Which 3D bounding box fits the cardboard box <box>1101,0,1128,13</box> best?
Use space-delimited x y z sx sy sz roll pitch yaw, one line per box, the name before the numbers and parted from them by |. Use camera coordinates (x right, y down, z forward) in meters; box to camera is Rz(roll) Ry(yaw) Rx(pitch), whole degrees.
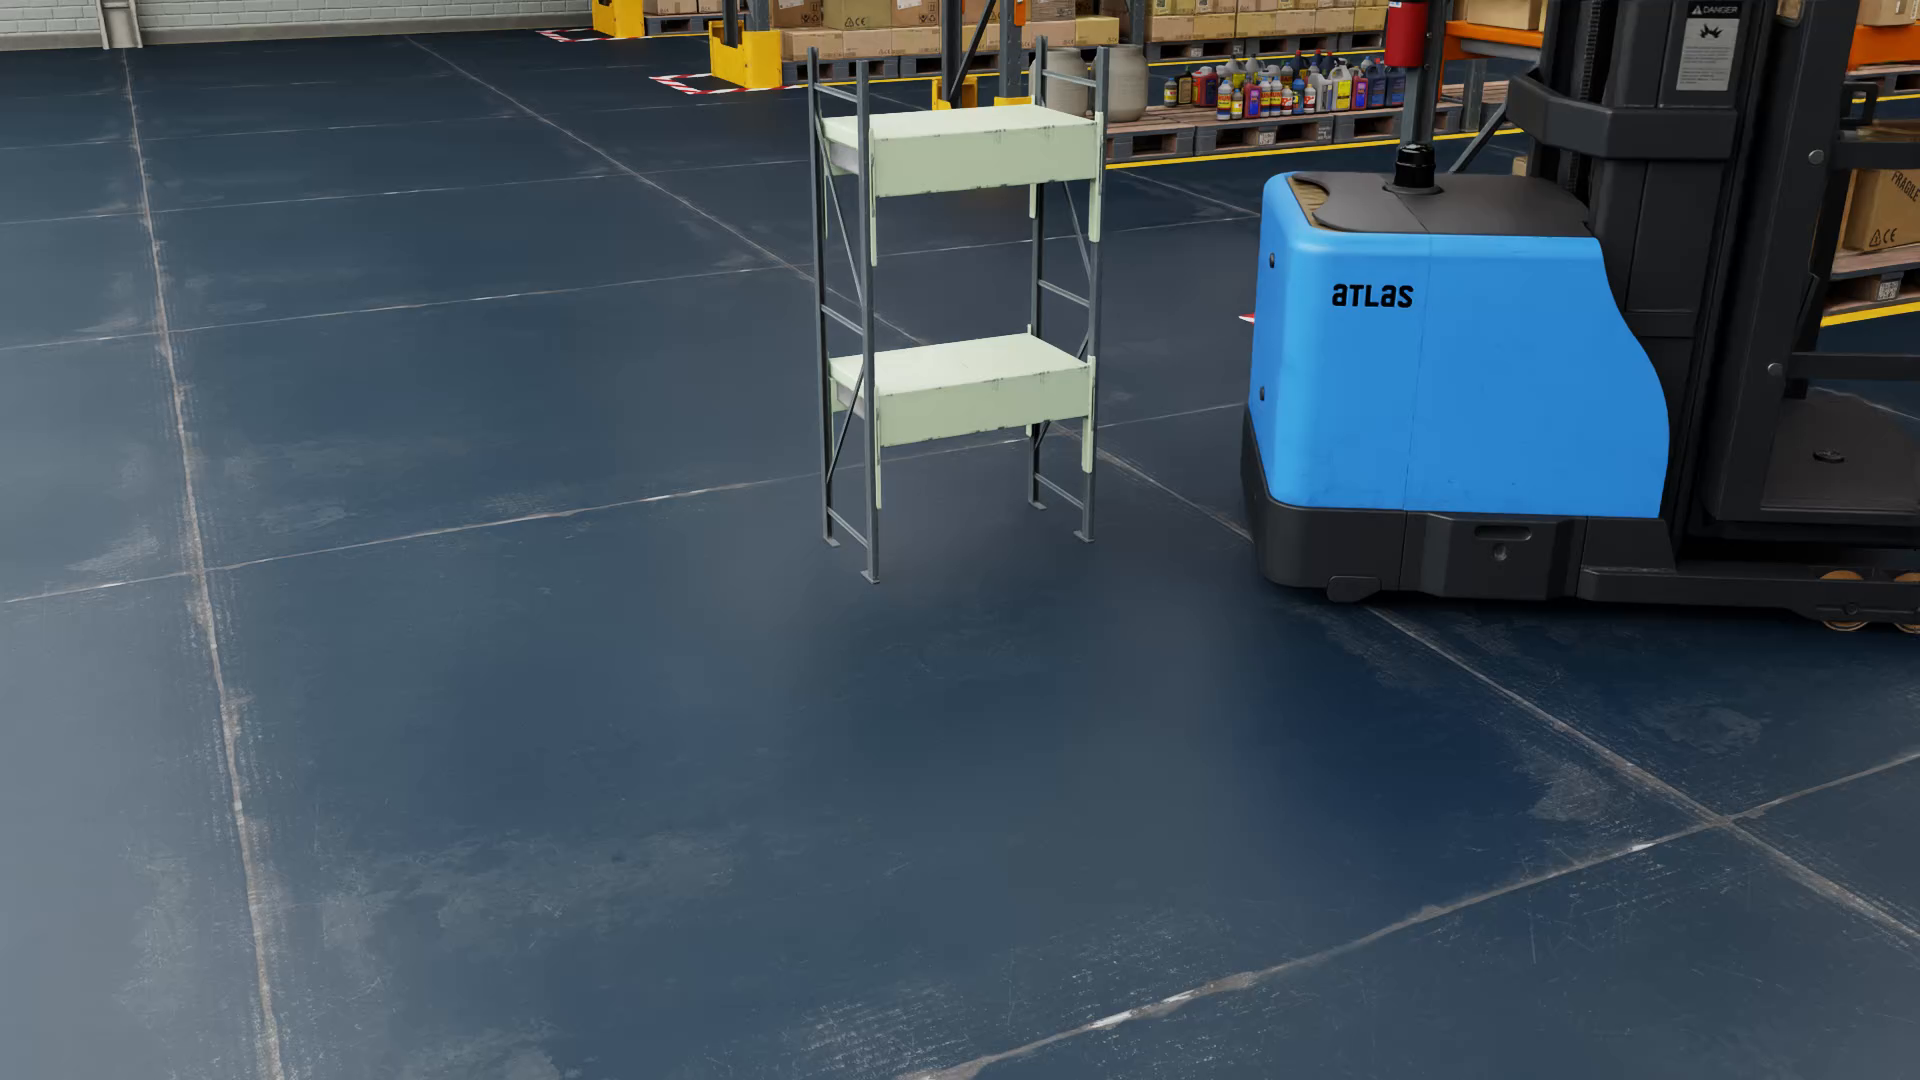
cardboard box | 1.837 -5.758 17.552 0.500 0.311 0.500 -10 25 -24

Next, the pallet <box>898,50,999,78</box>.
pallet | -0.239 -4.800 16.569 1.213 0.211 1.003 -10 25 -24

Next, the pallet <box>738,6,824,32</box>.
pallet | -2.246 -6.500 20.677 1.213 0.211 1.003 -10 25 -24

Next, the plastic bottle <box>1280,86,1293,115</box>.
plastic bottle | 2.395 -3.232 12.220 0.097 0.201 0.097 0 22 0

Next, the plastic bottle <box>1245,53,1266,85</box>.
plastic bottle | 2.281 -3.589 12.886 0.185 0.351 0.144 -11 25 -24

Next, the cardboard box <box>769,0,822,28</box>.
cardboard box | -1.653 -5.208 15.974 0.500 0.500 0.500 -10 25 -24

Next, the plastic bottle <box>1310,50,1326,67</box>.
plastic bottle | 2.834 -3.690 13.132 0.185 0.351 0.144 -10 24 -22

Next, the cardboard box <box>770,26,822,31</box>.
cardboard box | -1.652 -4.860 16.116 0.500 0.250 0.500 -10 25 -24

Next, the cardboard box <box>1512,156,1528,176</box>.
cardboard box | 2.856 -1.468 7.595 0.500 0.500 0.500 -6 23 -14

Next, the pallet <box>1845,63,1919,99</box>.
pallet | 8.038 -4.222 15.174 1.213 0.211 1.003 -10 25 -24

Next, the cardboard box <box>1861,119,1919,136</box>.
cardboard box | 4.999 -1.884 8.598 0.500 0.500 0.500 -3 23 -7

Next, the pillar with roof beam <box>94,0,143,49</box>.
pillar with roof beam | -7.443 -8.160 13.197 0.400 9.000 9.100 -10 25 -24

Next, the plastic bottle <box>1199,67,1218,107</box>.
plastic bottle | 1.888 -3.438 12.610 0.133 0.283 0.061 -10 25 -24

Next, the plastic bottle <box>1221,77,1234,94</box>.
plastic bottle | 2.037 -3.420 12.674 0.097 0.201 0.097 0 22 0

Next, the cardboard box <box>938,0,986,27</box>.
cardboard box | -0.075 -5.276 16.140 0.500 0.500 0.500 -10 25 -24

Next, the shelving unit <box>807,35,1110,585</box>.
shelving unit | -0.006 -0.692 4.960 0.755 1.500 0.431 -10 25 -24

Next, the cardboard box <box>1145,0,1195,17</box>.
cardboard box | 2.077 -5.575 17.109 0.500 0.311 0.500 -10 25 -23

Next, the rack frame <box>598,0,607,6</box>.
rack frame | -4.159 -7.453 19.332 0.127 3.000 1.000 -10 25 -24

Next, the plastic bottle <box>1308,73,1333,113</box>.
plastic bottle | 2.674 -3.330 12.358 0.135 0.276 0.152 -10 24 -23

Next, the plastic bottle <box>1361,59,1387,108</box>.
plastic bottle | 3.114 -3.443 12.535 0.185 0.351 0.144 -12 25 -26

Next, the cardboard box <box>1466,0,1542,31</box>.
cardboard box | 2.453 -2.334 7.295 0.250 0.149 0.380 -10 25 -24

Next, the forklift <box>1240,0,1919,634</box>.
forklift | 2.419 -1.306 4.573 3.031 2.935 1.130 2 23 5

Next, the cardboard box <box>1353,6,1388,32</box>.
cardboard box | 4.370 -5.739 18.238 0.500 0.250 0.500 -11 25 -24

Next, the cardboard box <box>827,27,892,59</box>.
cardboard box | -0.979 -4.766 15.888 0.500 0.250 0.500 -10 25 -24

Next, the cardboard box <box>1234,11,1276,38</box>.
cardboard box | 2.994 -5.486 17.627 0.500 0.250 0.500 -11 25 -25

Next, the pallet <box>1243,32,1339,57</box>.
pallet | 3.345 -5.461 18.166 1.213 0.211 1.003 -10 25 -24

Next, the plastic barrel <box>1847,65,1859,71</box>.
plastic barrel | 7.779 -4.644 14.835 0.708 0.830 0.600 -10 25 -24

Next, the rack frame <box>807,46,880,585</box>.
rack frame | -0.336 -0.631 4.814 0.023 1.500 0.400 -10 25 -24

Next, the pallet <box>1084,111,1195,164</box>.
pallet | 0.920 -2.912 12.008 1.213 0.211 1.003 -10 25 -24

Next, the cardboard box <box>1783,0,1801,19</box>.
cardboard box | 3.556 -2.339 7.308 0.250 0.149 0.380 -10 25 -24

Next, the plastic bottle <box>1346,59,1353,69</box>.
plastic bottle | 3.032 -3.649 13.119 0.133 0.283 0.061 -10 25 -24

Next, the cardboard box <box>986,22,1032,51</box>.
cardboard box | 0.375 -5.013 16.486 0.500 0.250 0.500 -10 25 -24

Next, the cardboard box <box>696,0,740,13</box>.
cardboard box | -2.983 -6.592 20.193 0.500 0.311 0.500 -8 24 -19

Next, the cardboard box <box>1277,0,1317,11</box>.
cardboard box | 3.462 -5.830 17.726 0.500 0.311 0.500 -10 24 -22

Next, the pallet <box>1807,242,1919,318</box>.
pallet | 4.199 -1.379 8.306 1.213 0.211 1.003 -10 25 -24

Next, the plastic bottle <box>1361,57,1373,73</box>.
plastic bottle | 3.264 -3.743 13.362 0.097 0.271 0.097 0 22 0

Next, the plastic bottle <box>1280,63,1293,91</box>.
plastic bottle | 2.548 -3.585 12.981 0.097 0.271 0.097 0 22 0

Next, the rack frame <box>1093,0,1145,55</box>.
rack frame | 1.597 -6.410 16.813 0.127 3.000 1.000 -10 25 -24

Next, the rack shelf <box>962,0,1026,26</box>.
rack shelf | 1.940 -4.038 12.023 4.000 0.370 1.077 -10 25 -24

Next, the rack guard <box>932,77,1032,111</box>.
rack guard | 0.186 -2.912 11.632 0.348 0.500 1.175 -10 25 -24

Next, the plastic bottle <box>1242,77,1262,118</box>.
plastic bottle | 2.118 -3.211 12.062 0.133 0.283 0.061 -10 25 -23

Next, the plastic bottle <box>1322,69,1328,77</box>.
plastic bottle | 2.755 -3.390 12.493 0.133 0.283 0.061 -10 25 -24

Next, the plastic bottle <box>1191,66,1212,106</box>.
plastic bottle | 1.841 -3.471 12.700 0.135 0.276 0.152 -10 25 -23
